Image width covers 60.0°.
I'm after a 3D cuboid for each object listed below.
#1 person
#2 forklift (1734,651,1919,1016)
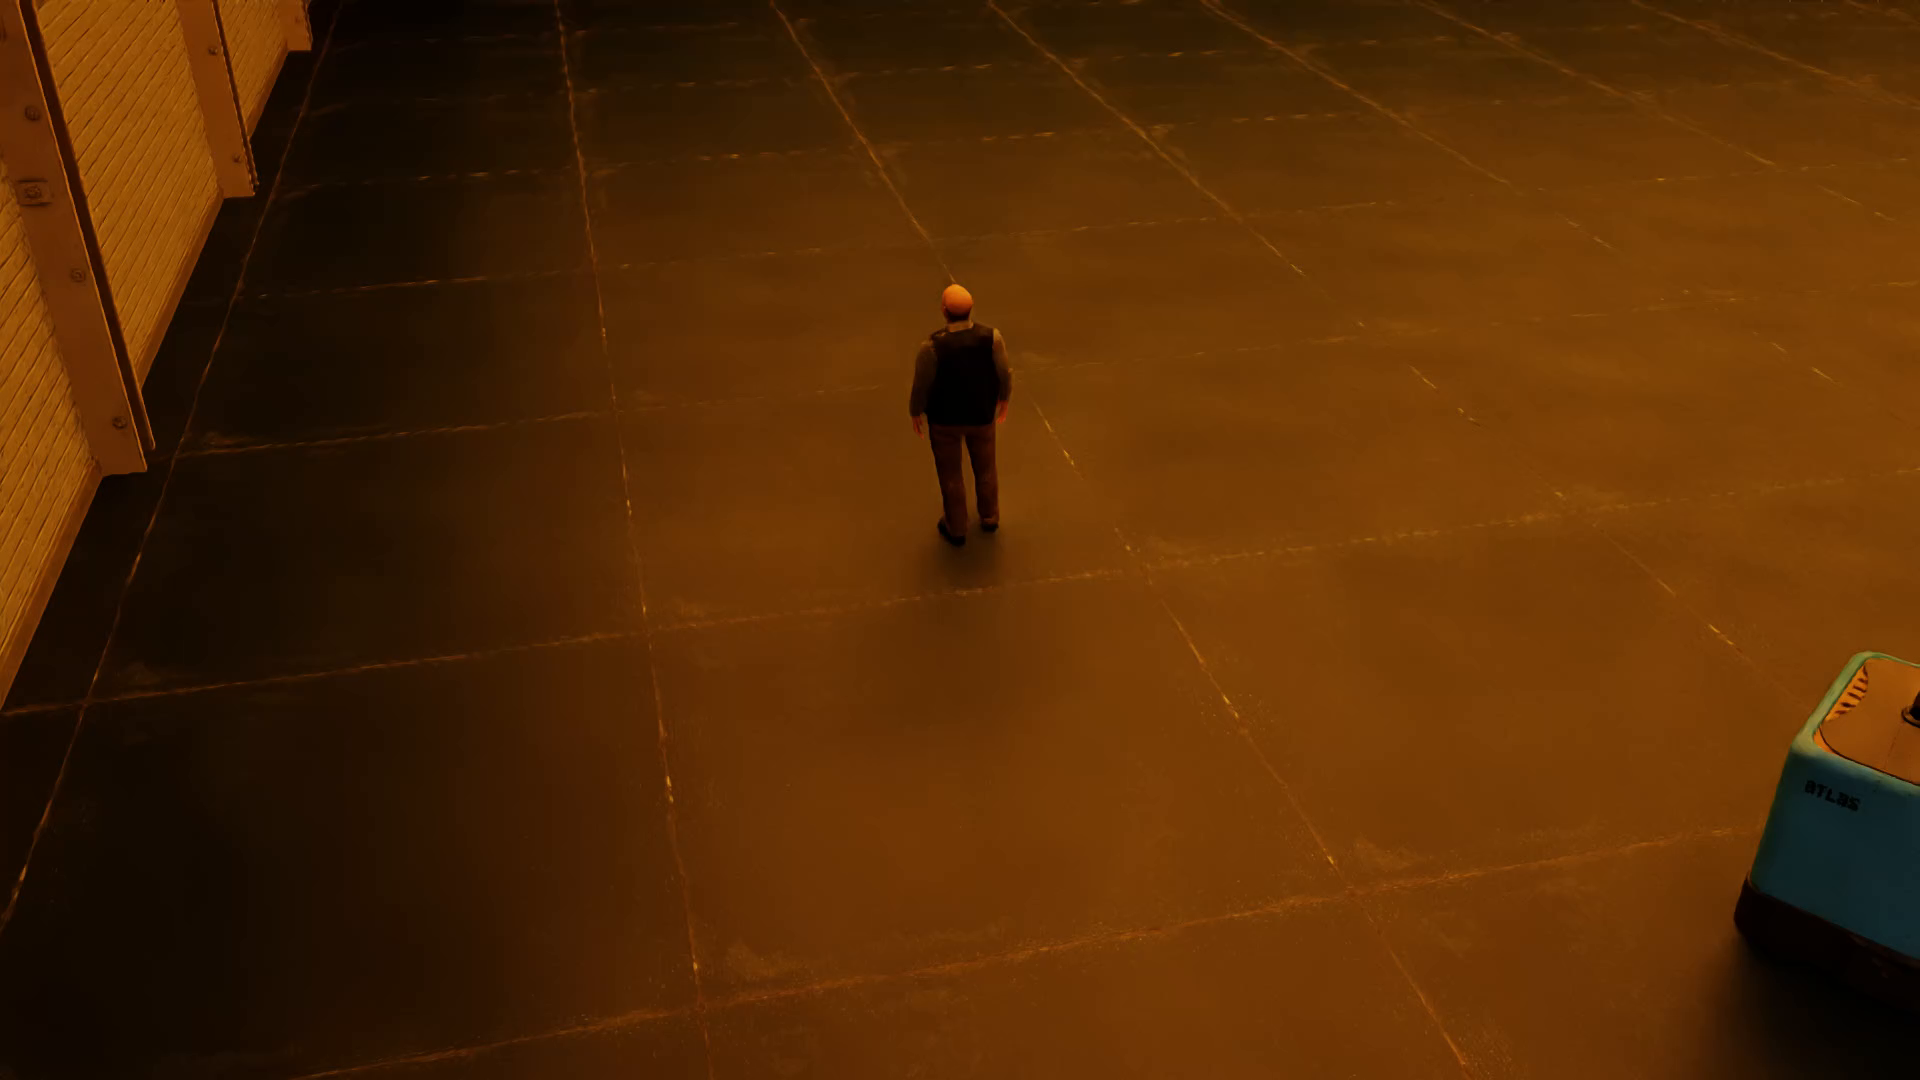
[{"bbox_3d":[-0.007,-0.782,10.119,0.632,1.720,0.567,-7,31,-12],"label":"person"},{"bbox_3d":[4.899,0.805,6.184,3.031,2.935,1.130,23,37,34],"label":"forklift"}]
